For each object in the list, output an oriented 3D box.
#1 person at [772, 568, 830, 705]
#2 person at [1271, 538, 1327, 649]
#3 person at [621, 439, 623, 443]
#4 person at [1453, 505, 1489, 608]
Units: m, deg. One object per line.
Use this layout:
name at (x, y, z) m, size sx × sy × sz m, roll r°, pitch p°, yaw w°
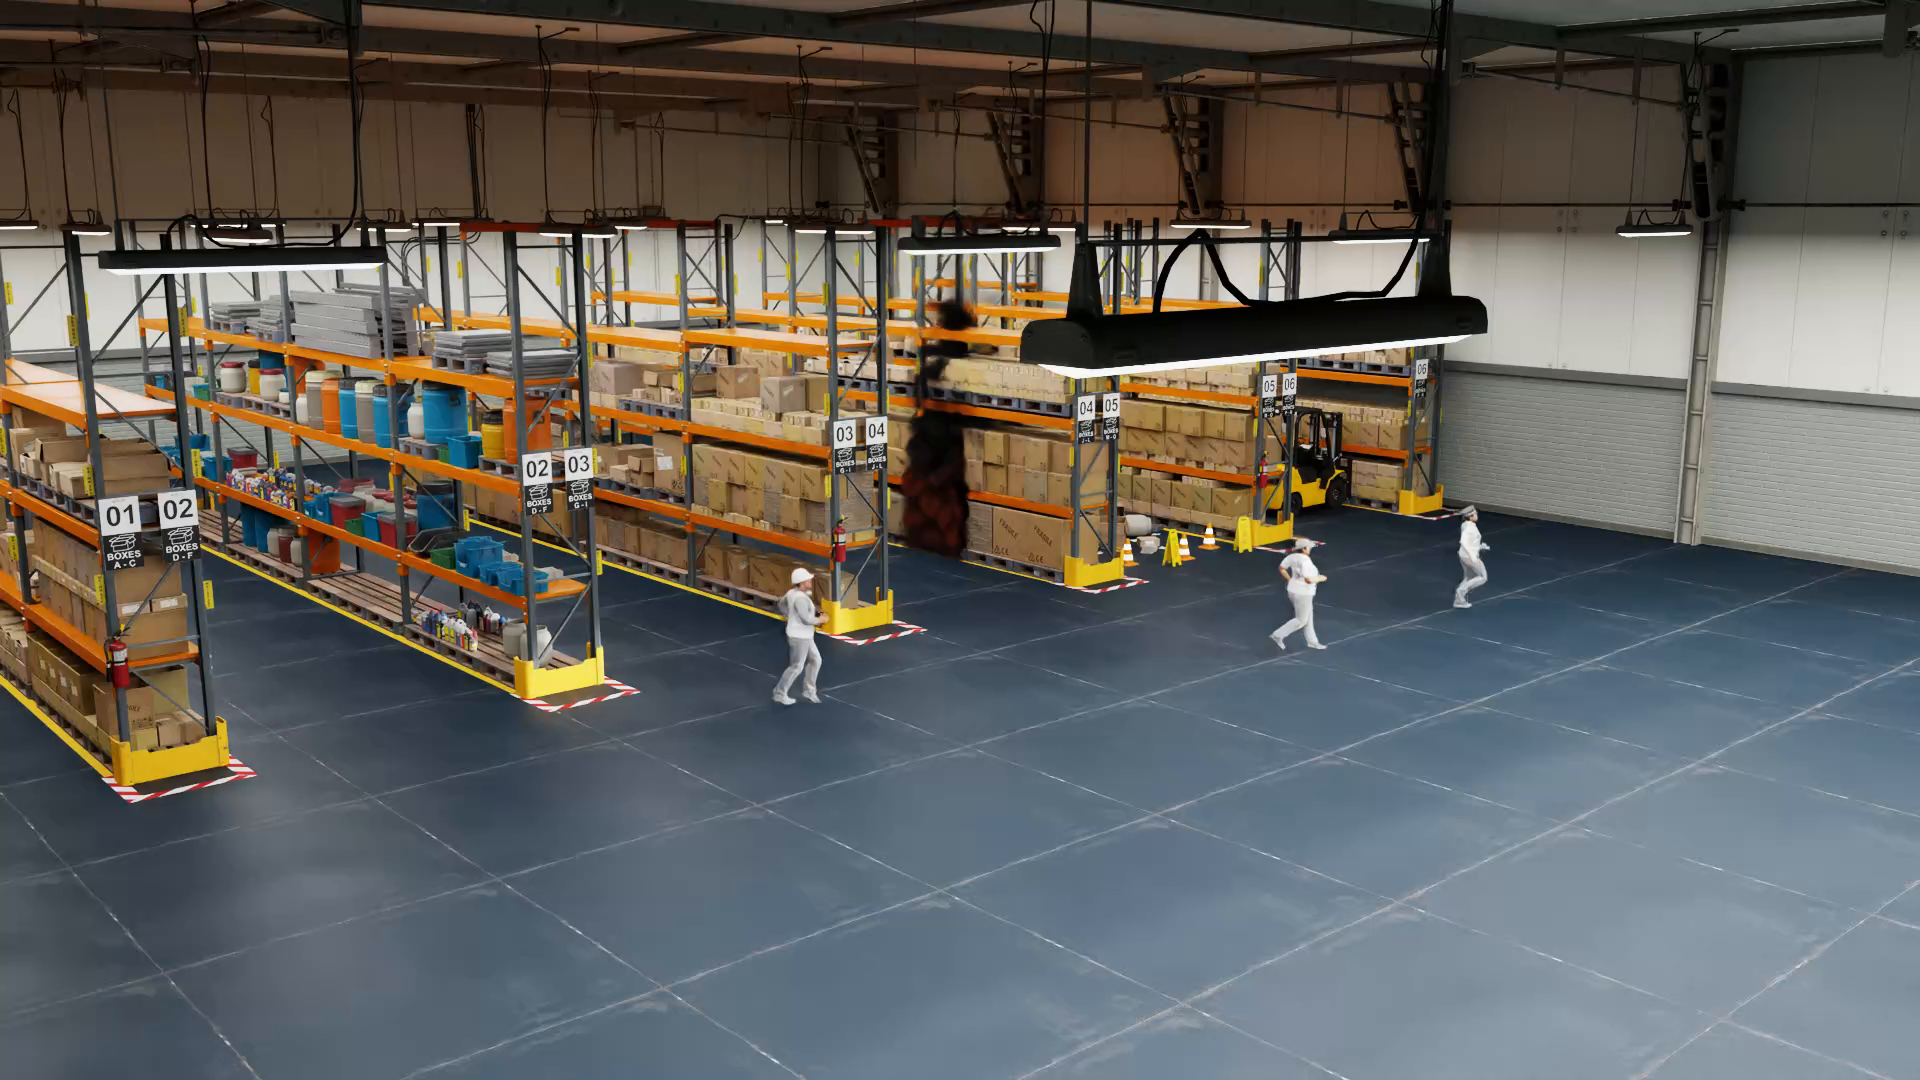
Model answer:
person at (-2.037, 1.262, 21.222) m, size 0.756 × 1.849 × 0.668 m, roll -2°, pitch 12°, yaw -11°
person at (4.849, 0.790, 23.688) m, size 0.925 × 1.665 × 0.606 m, roll -3°, pitch 12°, yaw -13°
person at (-6.857, -1.225, 33.675) m, size 0.578 × 1.678 × 0.648 m, roll 10°, pitch 15°, yaw 41°
person at (8.120, 0.263, 26.350) m, size 0.550 × 1.649 × 0.600 m, roll 0°, pitch 11°, yaw 1°
